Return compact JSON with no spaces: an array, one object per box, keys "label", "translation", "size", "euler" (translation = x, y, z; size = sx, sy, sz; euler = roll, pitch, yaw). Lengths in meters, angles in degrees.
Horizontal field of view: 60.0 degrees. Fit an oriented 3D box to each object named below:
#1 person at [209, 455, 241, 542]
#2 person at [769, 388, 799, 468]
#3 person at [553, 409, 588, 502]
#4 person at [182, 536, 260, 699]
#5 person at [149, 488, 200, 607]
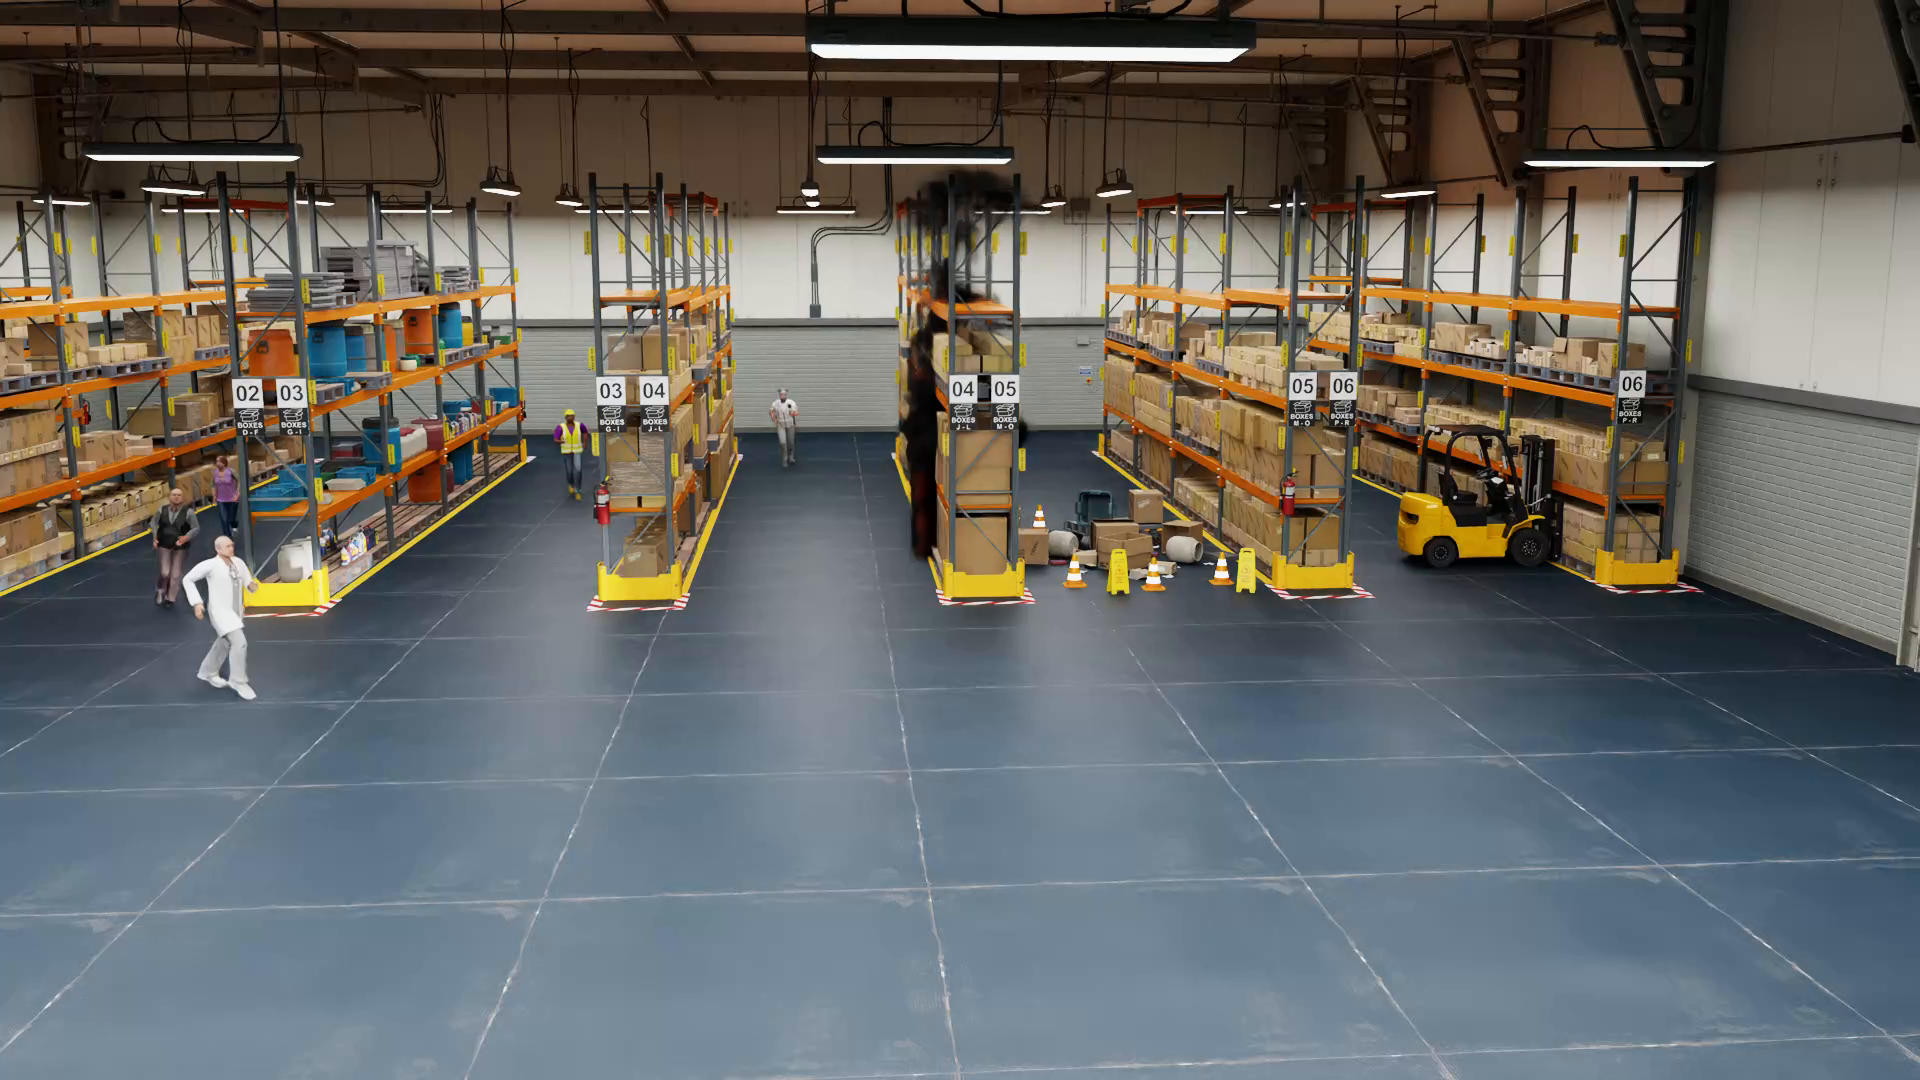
[{"label":"person","translation":[-12.293,-0.647,27.947],"size":[0.546,1.573,0.606],"euler":[-2,10,-9]},{"label":"person","translation":[-4.041,-2.577,38.331],"size":[0.662,1.849,0.783],"euler":[-2,10,-10]},{"label":"person","translation":[-7.788,-1.725,33.329],"size":[0.688,1.805,0.910],"euler":[-2,10,-13]},{"label":"person","translation":[-8.255,0.864,18.691],"size":[0.937,1.847,0.666],"euler":[3,10,14]},{"label":"person","translation":[-10.963,0.121,23.235],"size":[0.670,1.677,0.552],"euler":[-4,11,-22]}]
